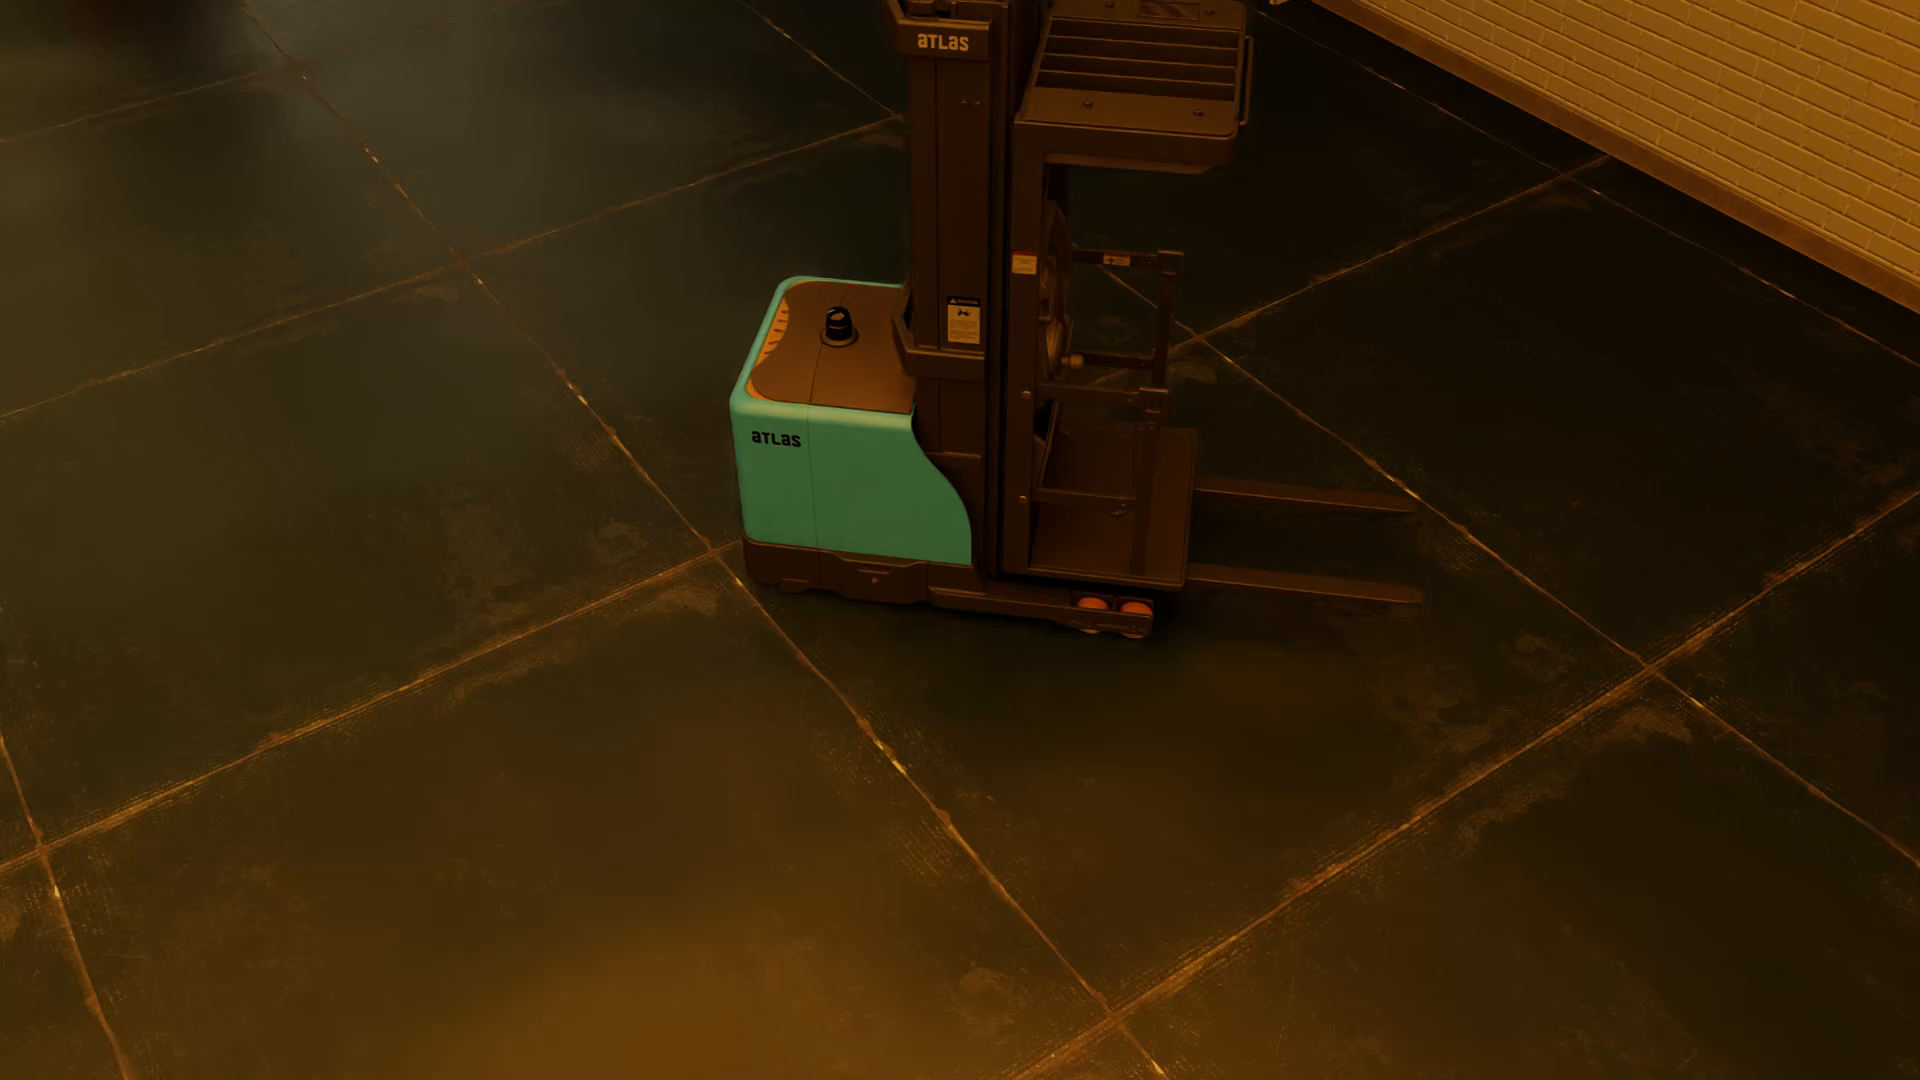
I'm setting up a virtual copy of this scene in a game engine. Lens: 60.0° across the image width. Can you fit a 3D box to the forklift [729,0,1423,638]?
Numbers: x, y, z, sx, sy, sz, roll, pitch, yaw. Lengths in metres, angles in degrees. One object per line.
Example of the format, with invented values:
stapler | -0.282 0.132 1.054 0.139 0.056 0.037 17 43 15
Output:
forklift | 0.578 -1.030 6.833 3.031 2.935 1.130 6 43 7
